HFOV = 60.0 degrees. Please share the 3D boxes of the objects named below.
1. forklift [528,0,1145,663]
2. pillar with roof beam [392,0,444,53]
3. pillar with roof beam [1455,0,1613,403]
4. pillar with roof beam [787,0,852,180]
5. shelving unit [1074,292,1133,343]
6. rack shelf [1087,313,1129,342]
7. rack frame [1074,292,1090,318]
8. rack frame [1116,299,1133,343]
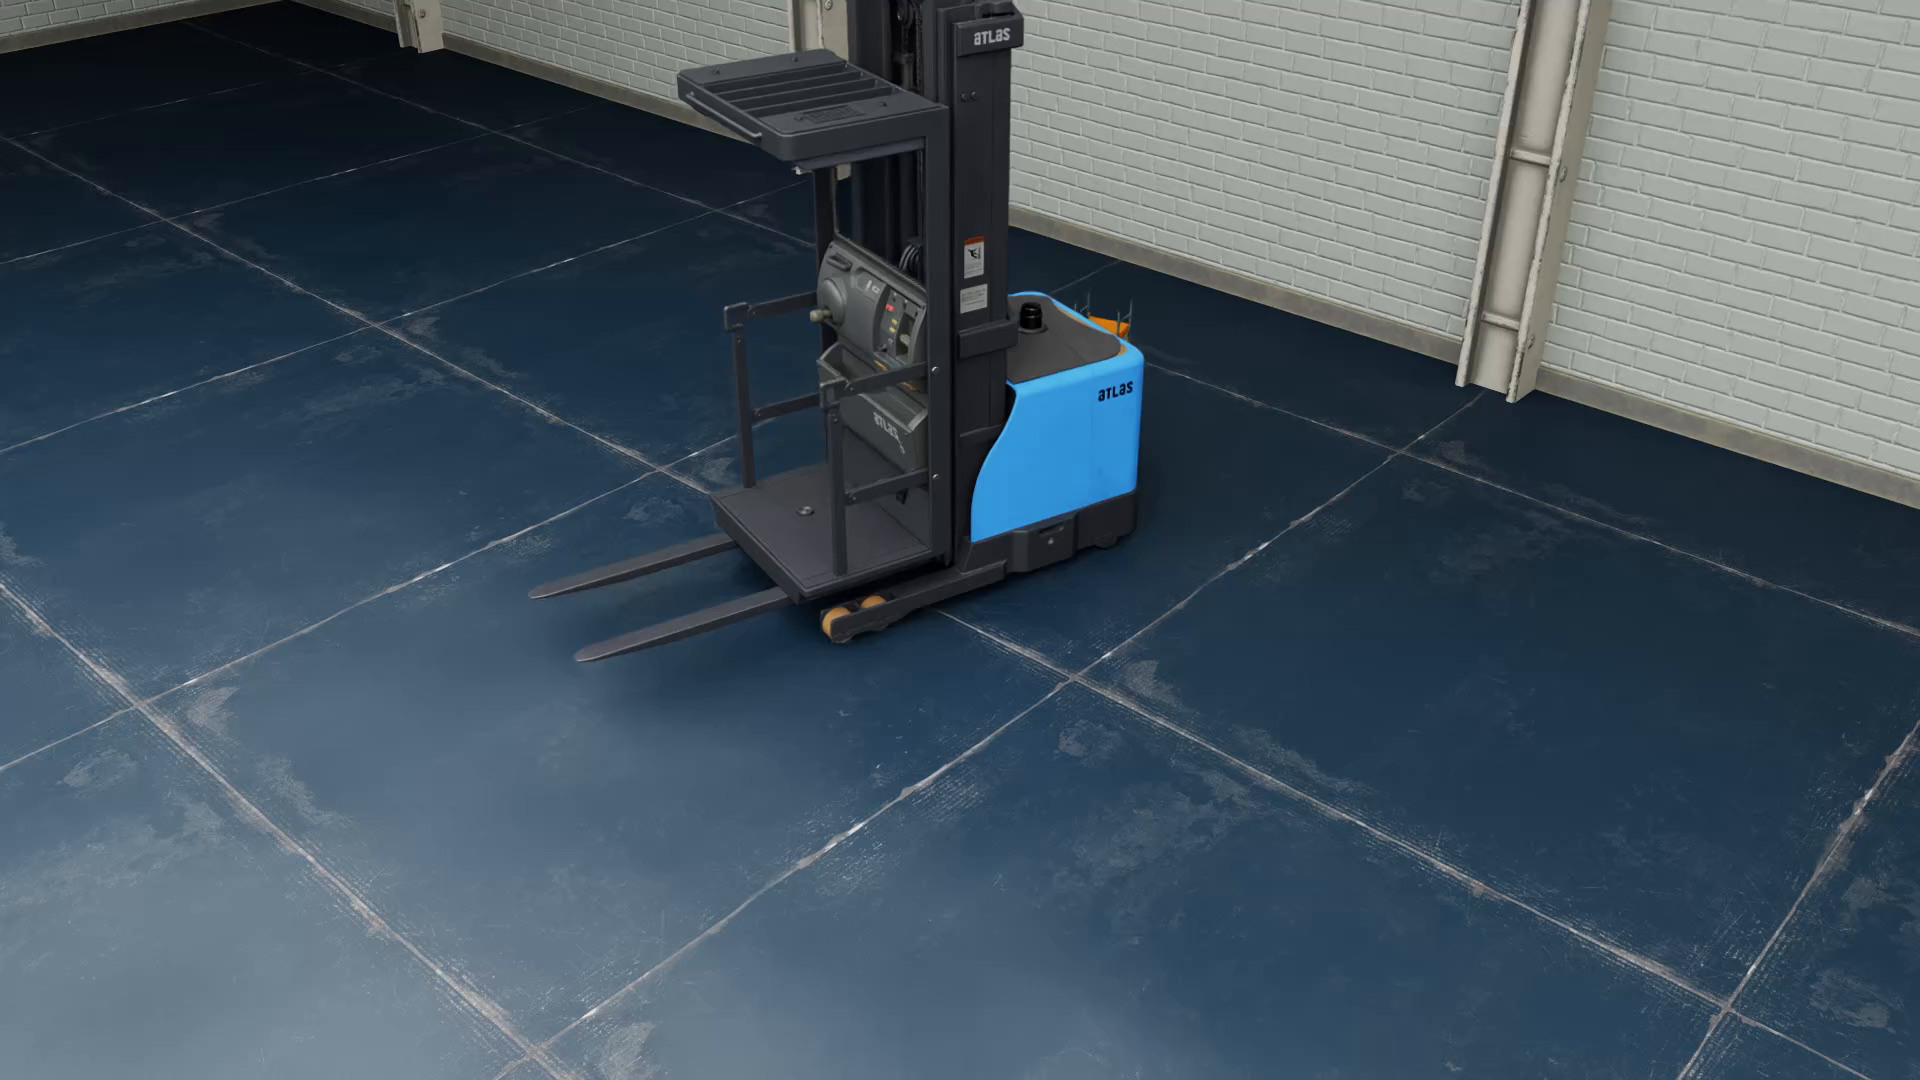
[{"bbox_3d":[-0.593,-1.077,7.697,3.031,2.935,1.130,-18,35,-27],"label":"forklift"},{"bbox_3d":[-8.455,-7.322,12.188,0.400,9.000,9.100,25,39,35],"label":"pillar with roof beam"},{"bbox_3d":[0.442,-3.169,5.290,0.400,9.000,9.100,25,39,35],"label":"pillar with roof beam"},{"bbox_3d":[-4.006,-5.246,8.739,0.400,9.000,9.100,25,39,35],"label":"pillar with roof beam"},{"bbox_3d":[0.756,-0.807,9.068,0.252,1.050,0.215,14,33,22],"label":"shelving unit"},{"bbox_3d":[0.759,-1.044,8.931,0.240,0.259,0.215,14,33,22],"label":"rack shelf"},{"bbox_3d":[0.646,-0.835,9.113,0.008,1.050,0.200,14,33,22],"label":"rack frame"},{"bbox_3d":[0.866,-0.779,9.022,0.008,1.050,0.200,14,33,22],"label":"rack frame"}]
